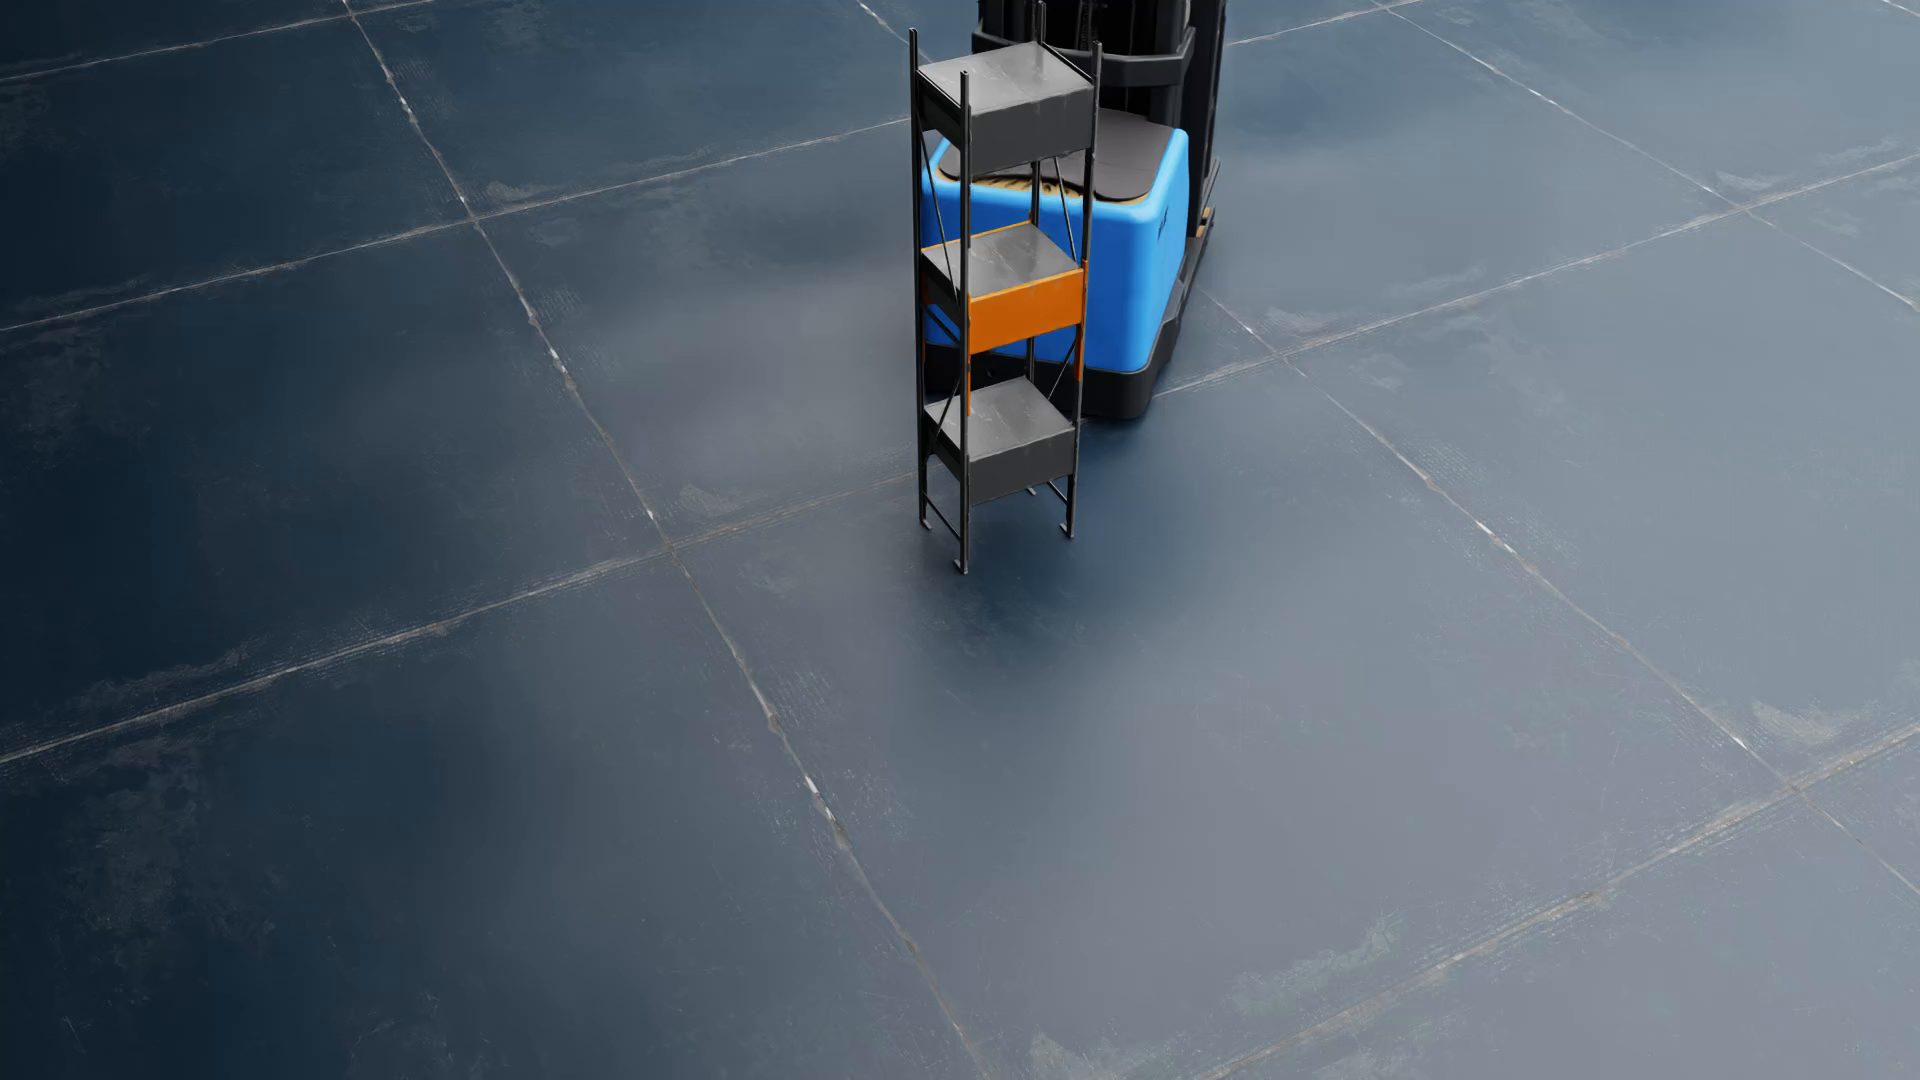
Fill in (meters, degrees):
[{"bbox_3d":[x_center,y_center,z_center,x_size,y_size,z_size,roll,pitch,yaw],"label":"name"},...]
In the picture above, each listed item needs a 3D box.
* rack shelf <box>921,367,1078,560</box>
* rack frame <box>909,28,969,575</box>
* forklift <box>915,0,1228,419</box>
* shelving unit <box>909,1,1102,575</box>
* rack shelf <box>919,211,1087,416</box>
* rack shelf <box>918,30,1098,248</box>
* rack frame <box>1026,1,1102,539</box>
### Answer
[{"bbox_3d":[0.147,-0.306,6.591,0.480,0.518,0.431,-19,44,-21],"label":"rack shelf"},{"bbox_3d":[-0.070,-0.778,6.044,0.015,2.100,0.400,-19,44,-21],"label":"rack frame"},{"bbox_3d":[0.689,-2.608,7.562,1.130,2.935,3.031,10,41,12],"label":"forklift"},{"bbox_3d":[0.147,-0.851,6.130,0.503,2.100,0.431,-19,44,-21],"label":"shelving unit"},{"bbox_3d":[0.147,-0.840,6.139,0.480,0.518,0.431,-19,44,-21],"label":"rack shelf"},{"bbox_3d":[0.147,-1.375,5.687,0.480,0.518,0.431,-19,44,-21],"label":"rack shelf"},{"bbox_3d":[0.363,-0.924,6.216,0.015,2.100,0.400,-19,44,-21],"label":"rack frame"}]
